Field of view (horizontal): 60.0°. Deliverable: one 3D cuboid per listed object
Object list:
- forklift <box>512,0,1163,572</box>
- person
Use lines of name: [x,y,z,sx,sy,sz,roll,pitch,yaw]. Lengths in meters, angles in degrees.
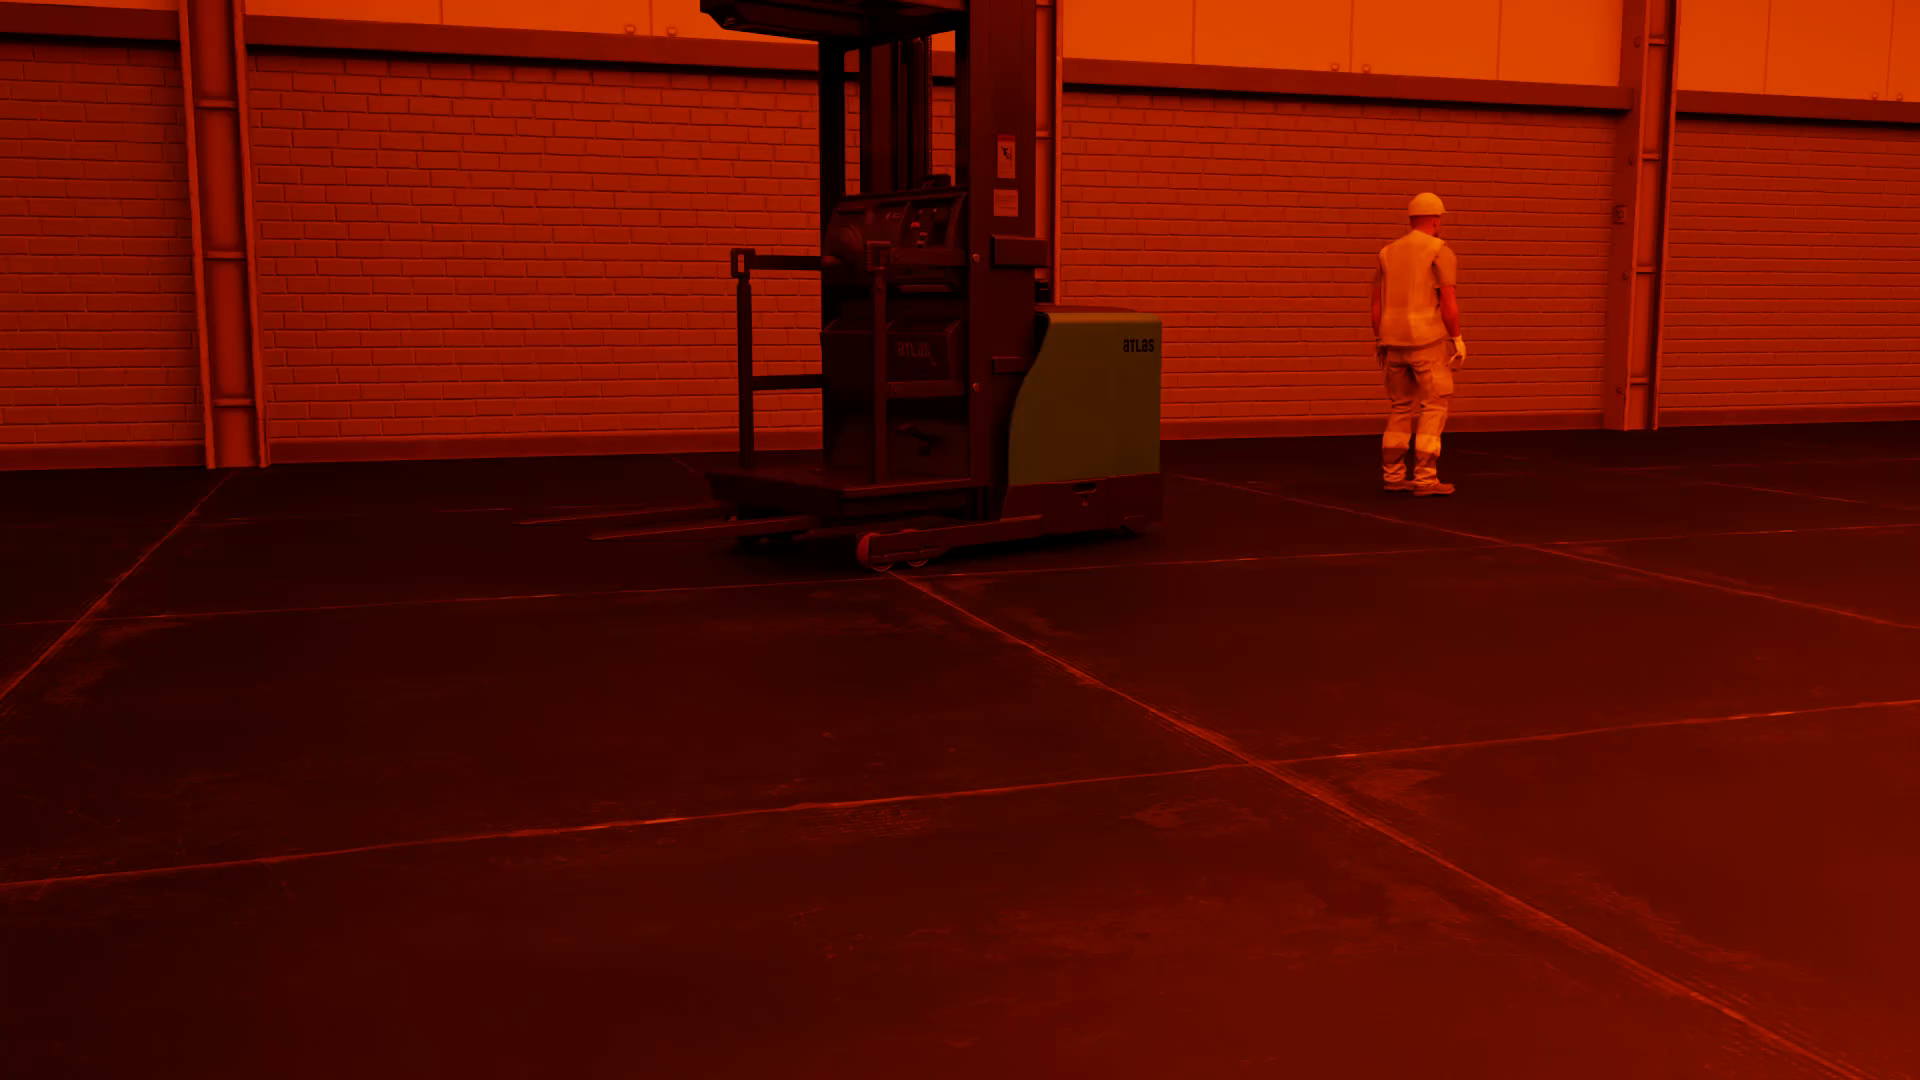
forklift: [-0.461,-1.399,7.333,3.031,2.935,1.130,-7,10,-40]
person: [2.722,-1.159,9.865,0.440,1.778,0.608,-6,10,-36]
